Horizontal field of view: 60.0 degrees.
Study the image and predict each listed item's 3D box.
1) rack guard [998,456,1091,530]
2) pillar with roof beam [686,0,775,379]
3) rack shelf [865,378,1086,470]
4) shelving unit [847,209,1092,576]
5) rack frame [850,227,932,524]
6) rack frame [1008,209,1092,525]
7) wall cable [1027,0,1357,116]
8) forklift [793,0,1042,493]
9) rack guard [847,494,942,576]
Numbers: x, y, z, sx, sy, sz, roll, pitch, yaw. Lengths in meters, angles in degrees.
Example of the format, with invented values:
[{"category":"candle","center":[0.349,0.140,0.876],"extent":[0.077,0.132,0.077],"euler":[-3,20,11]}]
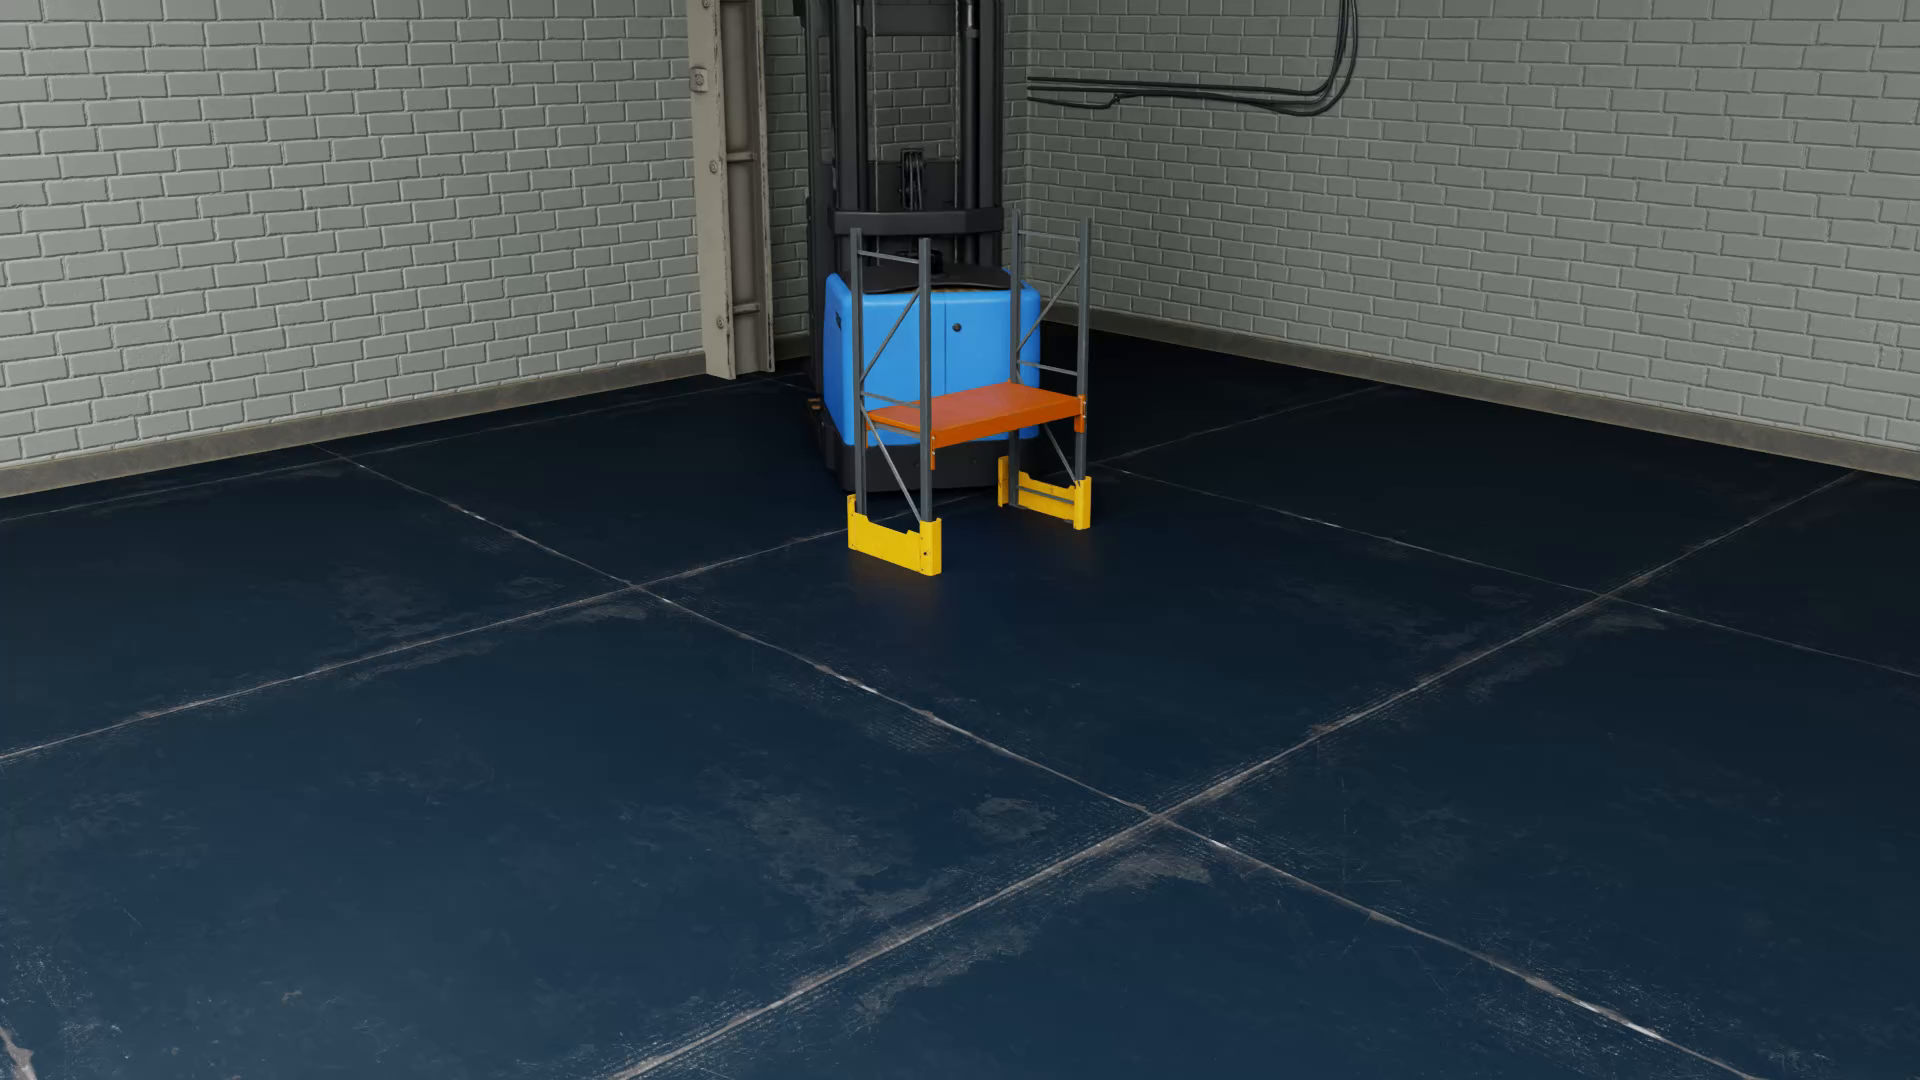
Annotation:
[{"category":"rack guard","center":[0.417,-0.241,8.321],"extent":[0.087,0.250,0.587],"euler":[-16,24,-41]},{"category":"pillar with roof beam","center":[1.422,-4.489,7.239],"extent":[0.400,9.000,9.100],"euler":[-16,24,-41]},{"category":"rack shelf","center":[0.062,-0.560,7.865],"extent":[1.000,0.185,0.538],"euler":[-16,24,-41]},{"category":"shelving unit","center":[0.055,-0.730,7.803],"extent":[1.083,1.500,0.587],"euler":[-16,24,-41]},{"category":"rack frame","center":[-0.307,-0.624,7.477],"extent":[0.032,1.500,0.500],"euler":[-16,24,-41]},{"category":"rack frame","center":[0.431,-0.839,8.141],"extent":[0.032,1.500,0.500],"euler":[-16,24,-41]},{"category":"wall cable","center":[1.513,-4.304,11.705],"extent":[0.112,2.526,3.097],"euler":[-16,24,-41]},{"category":"forklift","center":[-0.348,-2.050,9.556],"extent":[1.130,2.935,3.031],"euler":[-3,18,-10]},{"category":"rack guard","center":[-0.306,-0.030,7.670],"extent":[0.087,0.250,0.587],"euler":[-16,24,-41]}]
